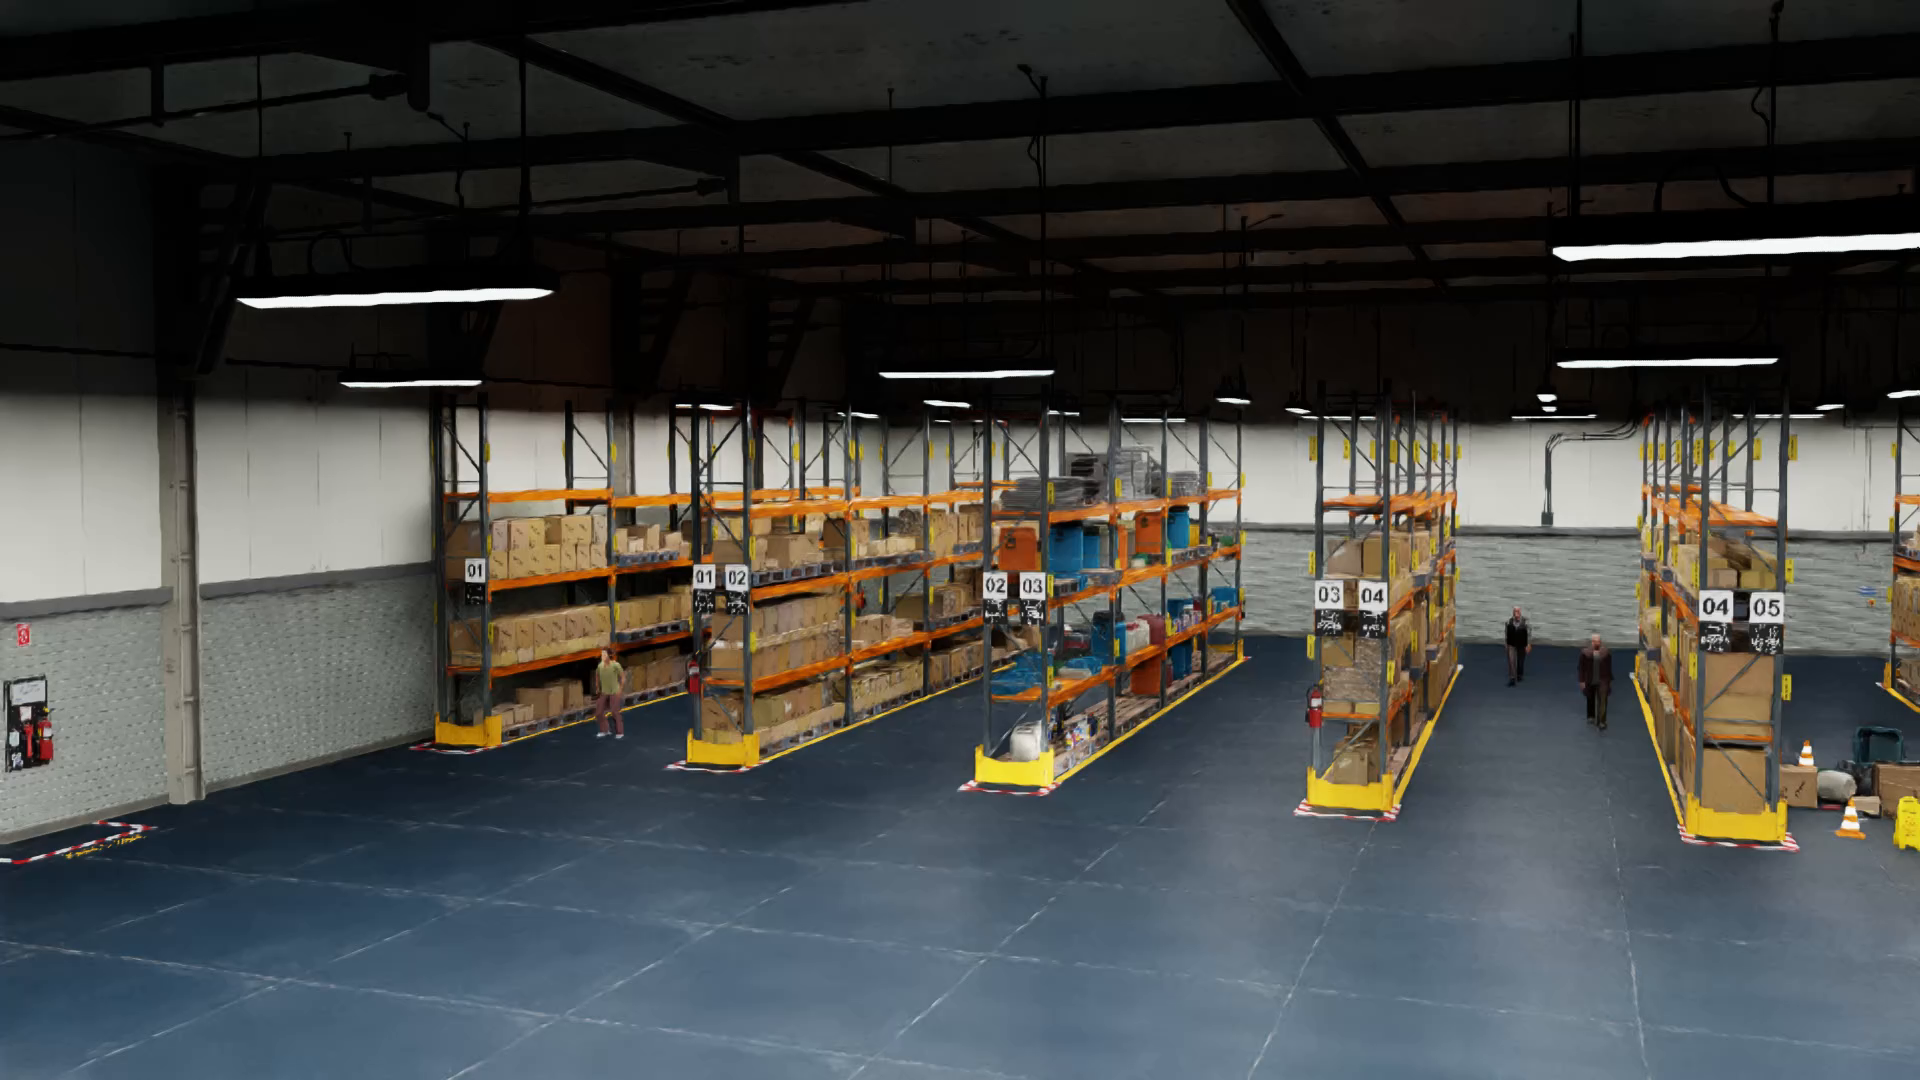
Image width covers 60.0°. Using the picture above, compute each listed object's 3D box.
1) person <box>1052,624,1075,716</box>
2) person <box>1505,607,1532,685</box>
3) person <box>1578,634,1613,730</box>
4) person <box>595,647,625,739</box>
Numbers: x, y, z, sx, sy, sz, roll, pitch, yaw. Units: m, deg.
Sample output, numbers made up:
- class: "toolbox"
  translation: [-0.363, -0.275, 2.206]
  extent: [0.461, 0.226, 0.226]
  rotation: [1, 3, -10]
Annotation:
- class: "person"
  translation: [2.073, 2.452, 31.672]
  extent: [0.703, 1.721, 0.835]
  rotation: [1, 3, 25]
- class: "person"
  translation: [12.017, 2.262, 35.796]
  extent: [0.555, 1.673, 1.029]
  rotation: [1, 3, 19]
- class: "person"
  translation: [11.478, 2.564, 30.051]
  extent: [0.598, 1.638, 1.171]
  rotation: [1, 3, 22]
- class: "person"
  translation: [-6.097, 2.657, 28.969]
  extent: [0.598, 1.619, 0.507]
  rotation: [1, 3, 19]
